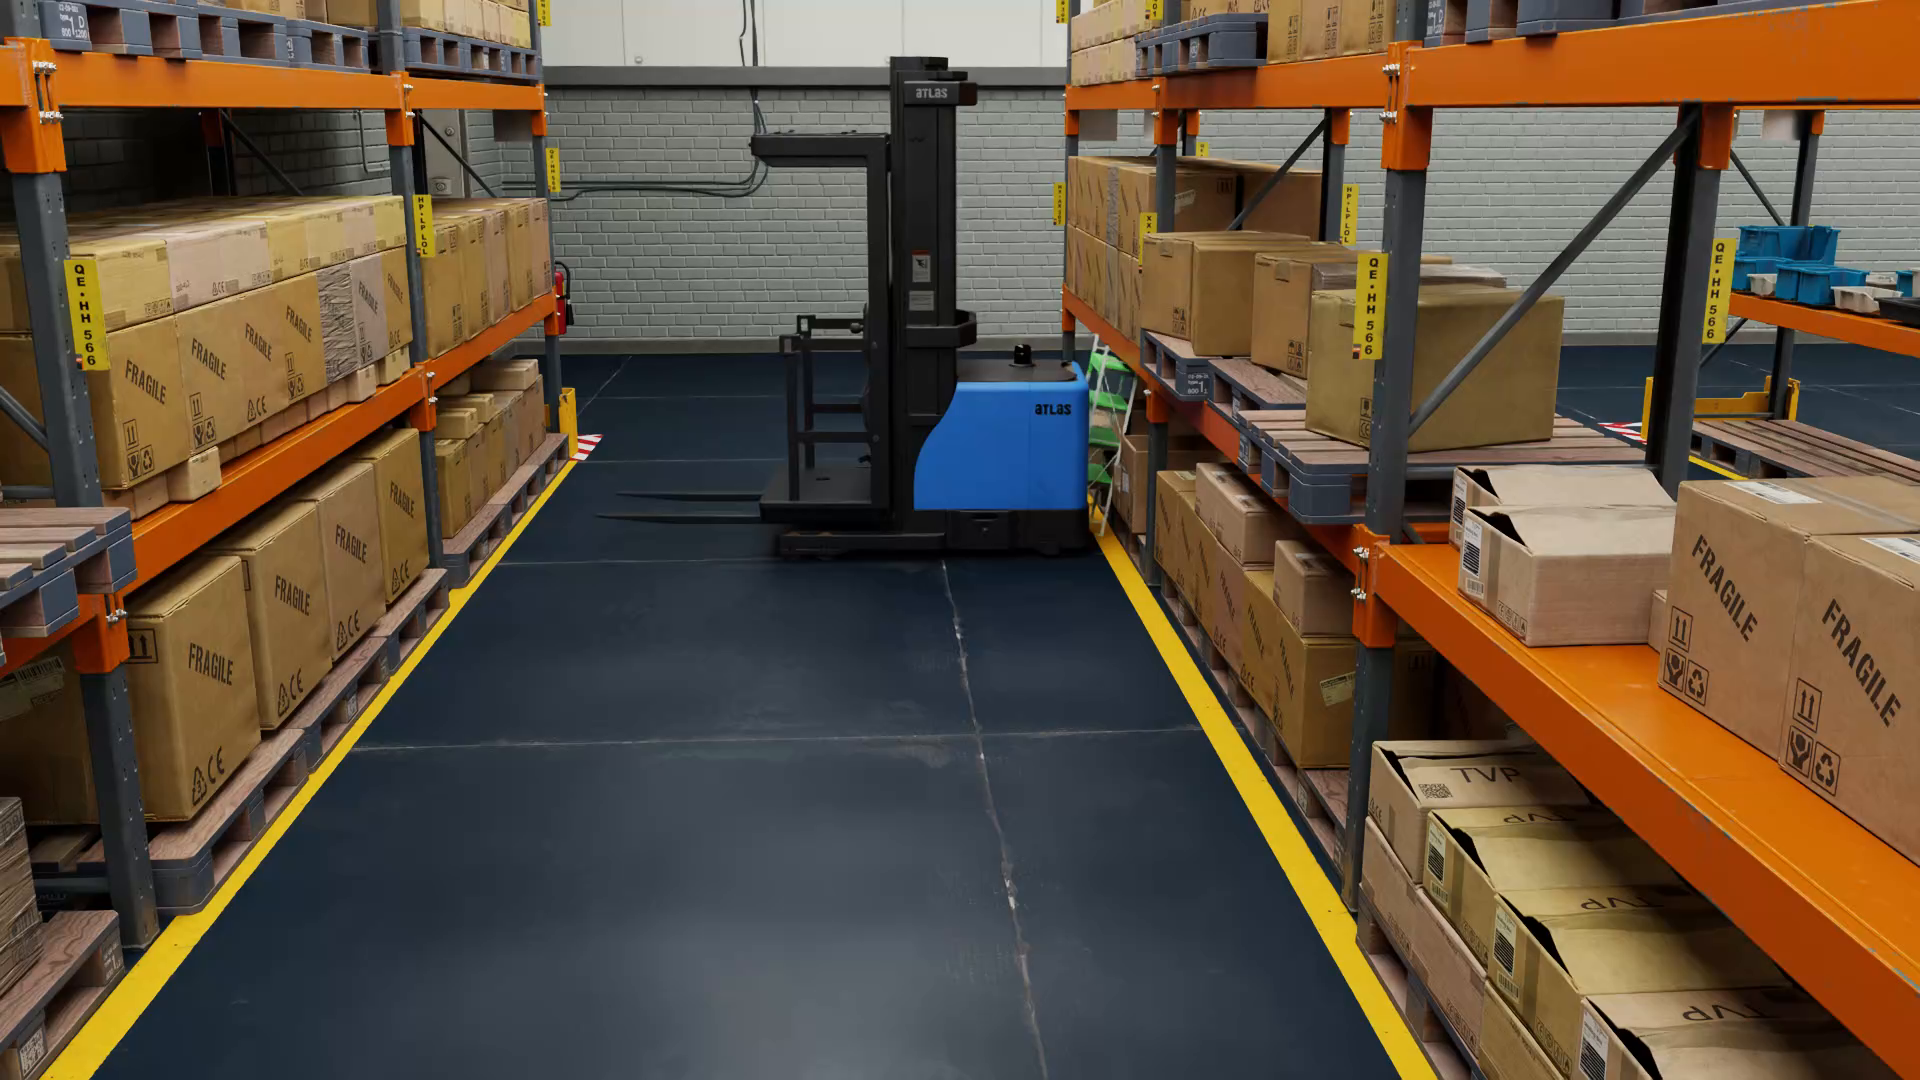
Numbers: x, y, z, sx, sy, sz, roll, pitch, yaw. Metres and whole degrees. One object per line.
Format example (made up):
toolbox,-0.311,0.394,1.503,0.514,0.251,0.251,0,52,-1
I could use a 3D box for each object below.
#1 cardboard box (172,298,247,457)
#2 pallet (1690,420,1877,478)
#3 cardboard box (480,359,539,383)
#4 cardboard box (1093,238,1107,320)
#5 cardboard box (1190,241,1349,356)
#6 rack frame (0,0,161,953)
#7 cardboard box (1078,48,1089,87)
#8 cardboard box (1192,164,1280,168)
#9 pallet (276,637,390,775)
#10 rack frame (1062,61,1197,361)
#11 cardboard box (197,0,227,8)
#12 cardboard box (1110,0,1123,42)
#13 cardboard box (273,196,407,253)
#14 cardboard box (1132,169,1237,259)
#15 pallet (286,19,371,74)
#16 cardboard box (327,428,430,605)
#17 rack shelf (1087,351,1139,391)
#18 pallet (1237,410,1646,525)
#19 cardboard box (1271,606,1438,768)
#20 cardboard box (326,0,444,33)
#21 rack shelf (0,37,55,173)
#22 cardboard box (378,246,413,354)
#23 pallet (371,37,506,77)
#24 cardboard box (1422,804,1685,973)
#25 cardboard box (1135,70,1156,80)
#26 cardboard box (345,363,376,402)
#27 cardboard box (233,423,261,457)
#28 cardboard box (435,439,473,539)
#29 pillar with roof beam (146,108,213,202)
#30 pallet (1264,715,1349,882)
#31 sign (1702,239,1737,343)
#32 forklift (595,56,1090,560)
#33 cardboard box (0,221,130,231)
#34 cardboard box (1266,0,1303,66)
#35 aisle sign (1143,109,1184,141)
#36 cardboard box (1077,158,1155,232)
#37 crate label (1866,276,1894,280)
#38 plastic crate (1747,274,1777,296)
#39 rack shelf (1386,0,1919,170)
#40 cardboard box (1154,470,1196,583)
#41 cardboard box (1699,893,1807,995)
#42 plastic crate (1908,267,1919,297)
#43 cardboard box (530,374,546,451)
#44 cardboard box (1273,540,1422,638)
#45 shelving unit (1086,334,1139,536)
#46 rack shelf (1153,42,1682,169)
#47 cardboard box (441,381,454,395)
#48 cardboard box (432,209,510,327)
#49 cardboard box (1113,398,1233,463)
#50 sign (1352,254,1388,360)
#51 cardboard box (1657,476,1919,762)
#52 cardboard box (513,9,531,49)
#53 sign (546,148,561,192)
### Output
cardboard box,-2.929,-0.589,5.959,0.500,0.500,0.500,0,14,-2
pallet,6.274,-0.718,12.895,1.003,0.211,1.213,-1,14,-3
cardboard box,-3.293,-1.227,12.147,0.380,0.149,0.250,-1,14,-4
cardboard box,1.177,-1.756,11.129,0.500,0.500,0.500,-1,14,-3
cardboard box,1.477,-1.165,7.990,0.700,0.500,0.500,1,14,5
rack frame,-3.131,-0.132,5.019,1.000,3.000,0.127,-1,14,-3
cardboard box,1.114,-3.323,11.702,0.500,0.250,0.500,-1,14,-3
cardboard box,1.753,-2.115,10.518,0.500,0.500,0.500,-1,14,-5
pallet,-3.177,0.719,7.310,1.003,0.211,1.213,-1,14,-3
rack frame,1.317,-2.199,13.053,1.000,3.000,0.127,-1,14,-3
cardboard box,-3.368,-2.357,6.565,0.700,0.500,0.500,-1,14,-3
cardboard box,1.208,-3.192,10.190,0.500,0.250,0.500,-1,14,-3
cardboard box,-3.094,-1.580,8.304,0.500,0.250,0.500,-1,14,-2
cardboard box,1.276,-1.859,9.523,0.500,0.500,0.500,-1,14,-3
pallet,-3.273,-2.260,7.653,0.805,0.209,1.217,-1,15,-6
cardboard box,-3.209,-0.129,8.481,0.750,0.750,0.750,-1,14,-3
rack shelf,0.975,-1.075,10.588,0.258,0.148,0.480,10,14,-5
pallet,1.701,-0.284,5.995,1.213,0.211,1.003,-1,14,-3
cardboard box,1.521,0.559,6.467,0.500,0.500,0.500,0,14,-1
cardboard box,-3.158,-2.935,9.150,0.500,0.250,0.500,-1,14,-4
rack shelf,-3.007,-0.739,2.802,1.077,0.370,4.000,-1,14,-3
cardboard box,-3.098,-1.218,8.403,0.500,0.500,0.500,-1,14,-4
pallet,-3.491,-3.043,10.491,1.003,0.211,1.213,-1,14,-3
cardboard box,1.593,0.913,4.510,0.500,0.311,0.500,-1,14,-5
cardboard box,1.270,-2.701,9.286,0.500,0.250,0.500,-1,14,-3
cardboard box,-2.990,-0.743,7.857,0.380,0.149,0.250,-1,14,-3
cardboard box,-3.028,-0.425,6.622,0.380,0.149,0.250,-1,14,-3
cardboard box,-3.323,-0.307,9.874,0.700,0.500,0.500,-1,14,-3
pillar with roof beam,0.011,-4.259,9.021,9.100,9.000,0.400,-1,14,-3
pallet,1.805,0.955,6.392,1.003,0.211,1.213,-1,14,-3
sign,2.367,-0.779,5.213,0.100,0.325,0.005,-1,14,-3
forklift,-0.727,-1.431,10.207,3.031,2.935,1.130,0,14,0
cardboard box,-3.475,-1.063,6.294,0.500,0.250,0.500,-1,14,-5
cardboard box,1.689,-2.075,6.349,0.910,0.500,0.500,-1,14,-3
aisle sign,1.619,-3.480,12.813,0.394,0.787,0.004,-1,14,-3
cardboard box,1.122,-2.487,11.966,0.500,0.500,0.500,-1,14,-3
crate label,6.538,-1.835,12.046,0.396,0.136,0.243,-1,14,-3
plastic crate,5.928,-1.860,12.143,0.250,0.136,0.298,-1,14,-3
rack shelf,1.937,-0.816,3.103,1.077,0.370,4.000,-1,14,-3
cardboard box,1.352,-0.083,8.961,0.500,0.500,0.500,-2,15,-6
cardboard box,2.159,1.028,4.059,0.500,0.311,0.500,-1,14,-4
plastic crate,6.599,-1.634,10.975,0.437,0.282,0.530,-1,14,-3
cardboard box,-3.483,-0.942,12.341,0.700,0.500,0.500,-1,14,-3
cardboard box,1.513,0.182,6.428,0.500,0.250,0.500,0,14,-1
shelving unit,0.896,-0.680,10.692,0.258,1.200,0.503,10,14,-5
rack shelf,1.689,-1.811,6.969,1.077,0.370,4.000,-1,14,-3
cardboard box,-3.610,-0.969,11.143,0.380,0.149,0.250,-1,14,-3
cardboard box,-3.491,-1.770,10.782,0.980,0.700,0.700,-2,15,-6
cardboard box,1.444,-0.675,11.259,0.797,0.503,0.637,-1,14,-3
sign,1.272,-0.721,5.144,0.100,0.325,0.005,-1,14,-3
cardboard box,1.933,0.159,3.687,0.500,0.500,0.500,-2,15,-6
cardboard box,-3.316,-3.575,11.640,0.500,0.250,0.500,0,14,-2
sign,-3.084,-2.802,12.598,0.100,0.325,0.005,-1,14,-3
